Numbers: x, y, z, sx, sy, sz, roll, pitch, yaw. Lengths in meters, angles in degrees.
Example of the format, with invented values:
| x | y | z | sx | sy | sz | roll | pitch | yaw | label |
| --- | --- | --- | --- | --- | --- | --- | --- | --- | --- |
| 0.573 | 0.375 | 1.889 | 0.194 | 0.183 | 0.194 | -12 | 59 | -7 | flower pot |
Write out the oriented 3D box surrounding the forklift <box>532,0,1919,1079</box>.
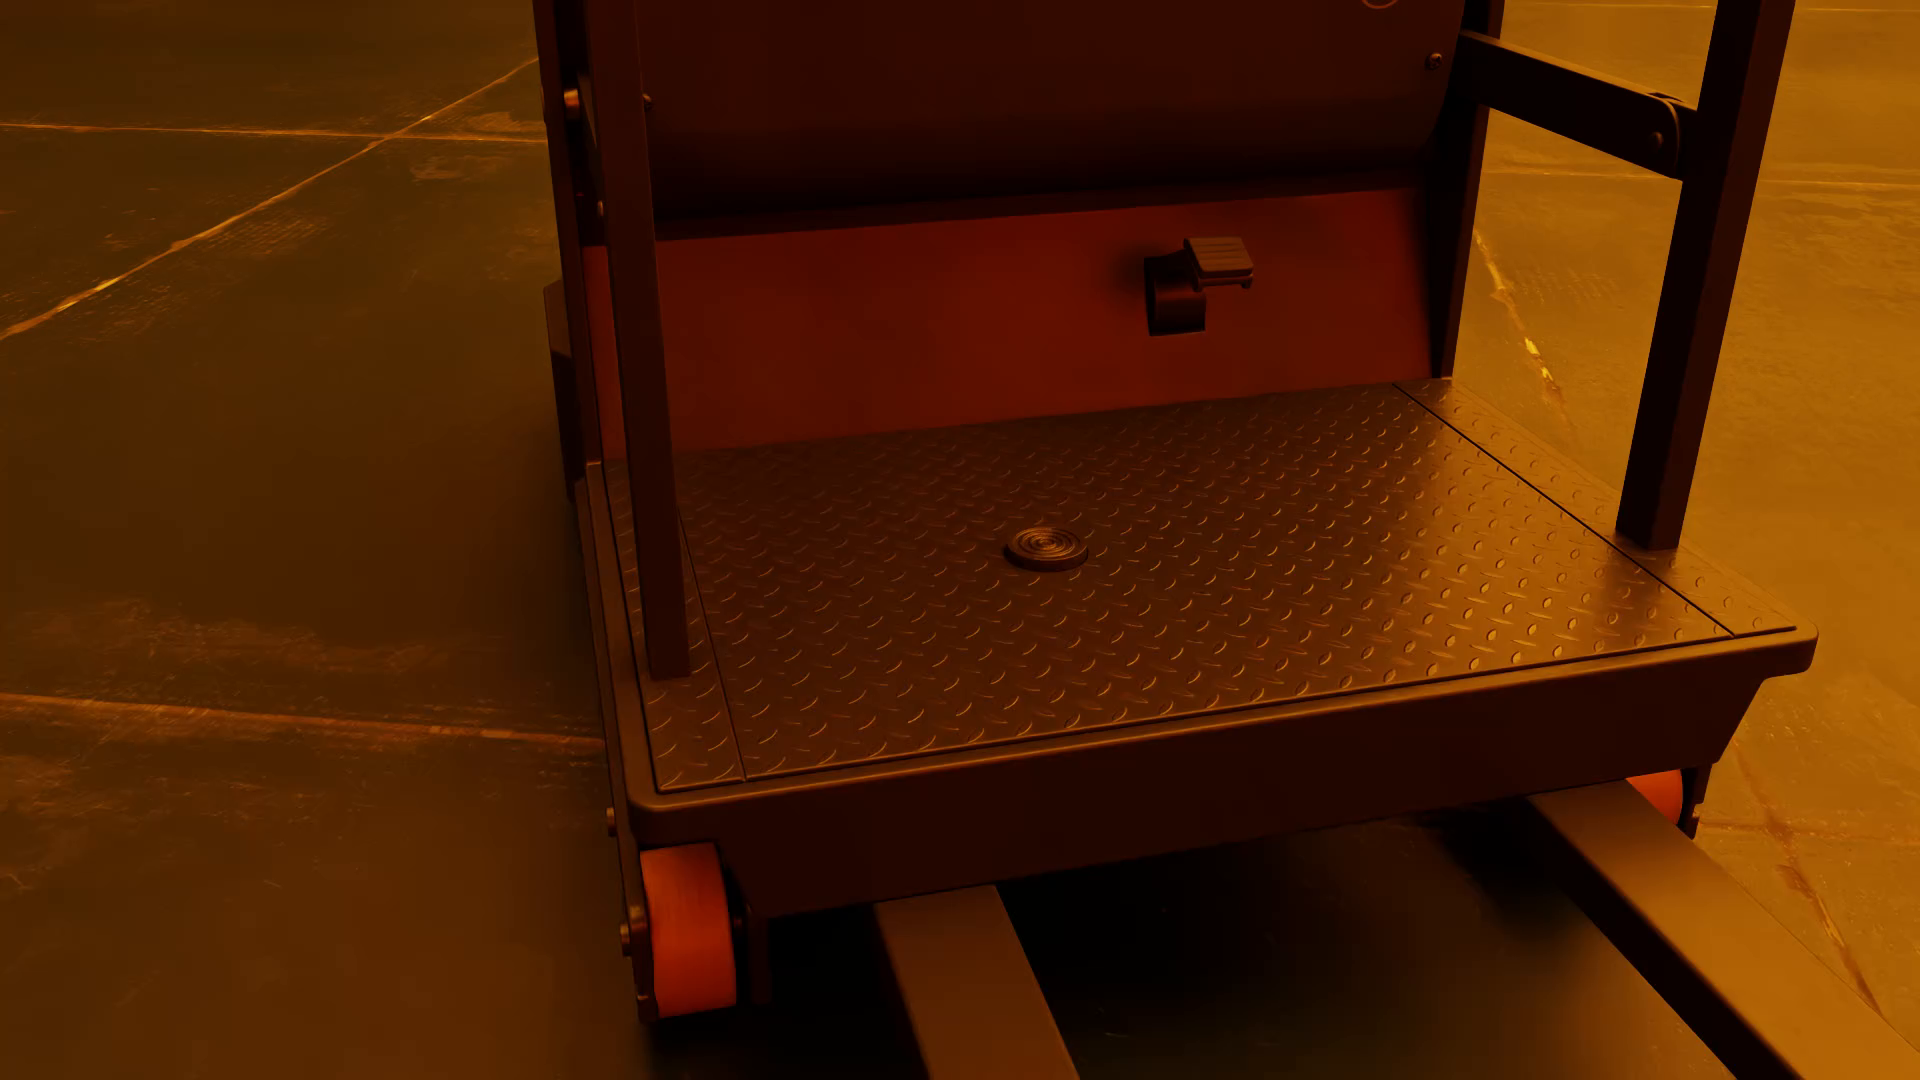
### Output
| x | y | z | sx | sy | sz | roll | pitch | yaw | label |
| --- | --- | --- | --- | --- | --- | --- | --- | --- | --- |
| 0.153 | -1.049 | 1.319 | 1.130 | 2.935 | 3.031 | -7 | 27 | -13 | forklift |
